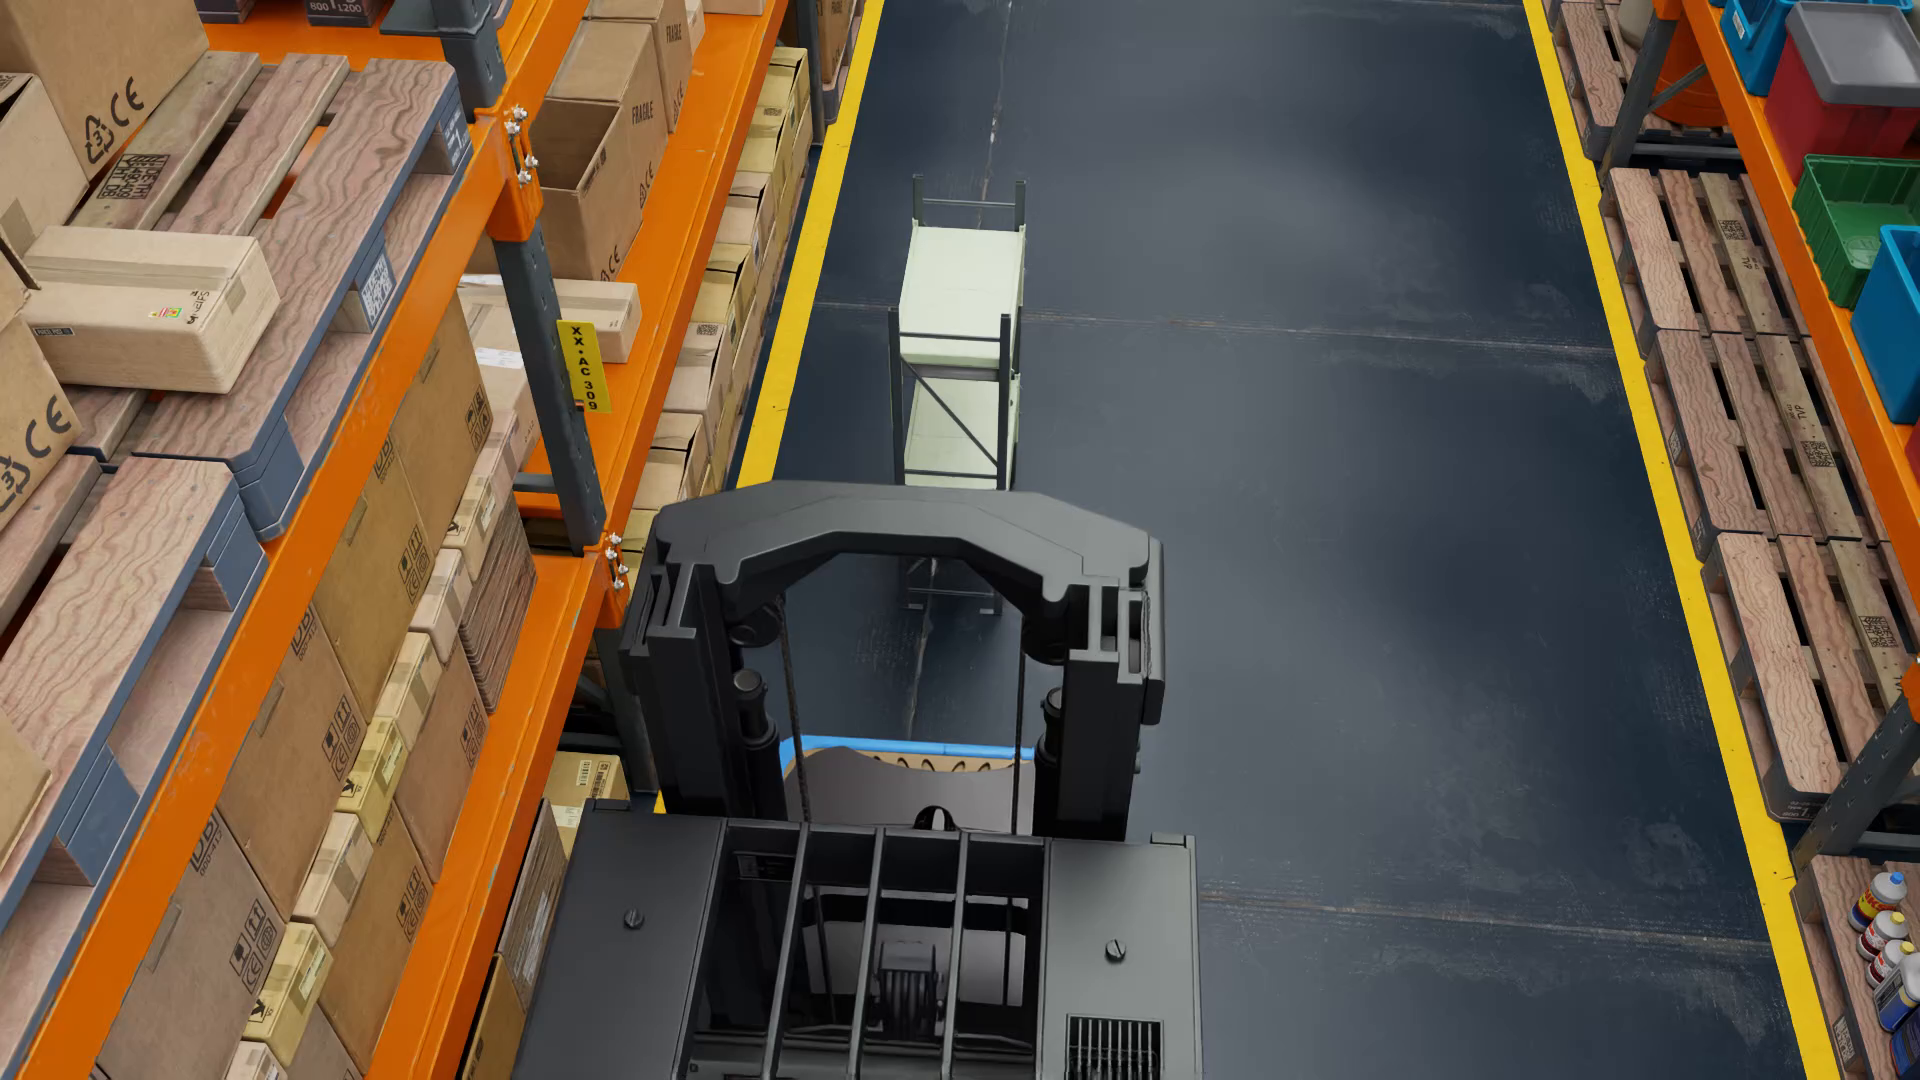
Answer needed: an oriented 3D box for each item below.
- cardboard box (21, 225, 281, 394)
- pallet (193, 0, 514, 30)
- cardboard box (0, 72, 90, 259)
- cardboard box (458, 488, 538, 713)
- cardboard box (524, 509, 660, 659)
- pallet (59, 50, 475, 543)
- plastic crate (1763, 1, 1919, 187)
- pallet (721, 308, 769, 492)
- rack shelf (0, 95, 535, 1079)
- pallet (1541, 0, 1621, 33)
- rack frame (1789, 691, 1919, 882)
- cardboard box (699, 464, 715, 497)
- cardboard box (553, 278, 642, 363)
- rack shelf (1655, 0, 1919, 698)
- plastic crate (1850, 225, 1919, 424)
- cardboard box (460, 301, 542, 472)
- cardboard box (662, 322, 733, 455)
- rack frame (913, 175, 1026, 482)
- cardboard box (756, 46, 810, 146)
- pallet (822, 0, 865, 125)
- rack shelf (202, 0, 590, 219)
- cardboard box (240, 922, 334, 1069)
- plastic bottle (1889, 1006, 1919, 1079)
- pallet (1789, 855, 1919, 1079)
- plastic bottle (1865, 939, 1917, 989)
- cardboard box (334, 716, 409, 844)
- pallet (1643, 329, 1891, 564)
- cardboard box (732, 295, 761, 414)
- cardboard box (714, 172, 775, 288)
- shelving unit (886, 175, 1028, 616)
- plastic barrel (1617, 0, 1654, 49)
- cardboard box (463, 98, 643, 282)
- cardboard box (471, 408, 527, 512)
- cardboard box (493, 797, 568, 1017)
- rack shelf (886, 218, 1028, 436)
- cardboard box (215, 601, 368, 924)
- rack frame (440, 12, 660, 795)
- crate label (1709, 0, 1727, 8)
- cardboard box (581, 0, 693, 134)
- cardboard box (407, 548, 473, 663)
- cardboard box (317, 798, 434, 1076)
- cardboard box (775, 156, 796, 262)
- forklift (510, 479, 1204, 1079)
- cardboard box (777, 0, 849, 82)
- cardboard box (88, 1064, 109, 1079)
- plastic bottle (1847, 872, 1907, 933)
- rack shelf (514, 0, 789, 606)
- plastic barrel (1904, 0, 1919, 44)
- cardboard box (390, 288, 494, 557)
[{"bbox_3d":[-1.406,-0.395,2.837,0.380,0.149,0.250,4,48,4],"label":"cardboard box"},{"bbox_3d":[-1.501,-1.780,4.442,0.805,0.209,1.217,2,48,2],"label":"pallet"},{"bbox_3d":[-1.926,-0.606,2.919,0.500,0.311,0.500,2,48,1],"label":"cardboard box"},{"bbox_3d":[-1.603,0.109,4.550,0.700,0.500,0.500,3,48,3],"label":"cardboard box"},{"bbox_3d":[-1.283,0.127,5.800,0.500,0.311,0.500,4,48,4],"label":"cardboard box"},{"bbox_3d":[-1.620,-0.537,3.236,1.003,0.211,1.213,4,48,4],"label":"pallet"},{"bbox_3d":[3.277,-1.642,6.175,0.402,0.464,0.583,4,48,4],"label":"plastic crate"},{"bbox_3d":[-1.432,-0.685,7.234,1.003,0.211,1.213,4,48,4],"label":"pallet"},{"bbox_3d":[-1.751,0.517,2.699,1.077,0.370,4.000,4,48,4],"label":"rack shelf"},{"bbox_3d":[3.873,-3.322,9.645,1.003,0.211,1.213,4,48,4],"label":"pallet"},{"bbox_3d":[3.364,0.152,4.578,1.000,3.000,0.127,4,48,4],"label":"rack frame"},{"bbox_3d":[-1.237,-0.053,6.344,0.500,0.250,0.500,5,48,5],"label":"cardboard box"},{"bbox_3d":[-1.284,-0.736,5.561,0.380,0.149,0.250,4,48,4],"label":"cardboard box"},{"bbox_3d":[3.546,-1.075,6.188,1.077,0.370,4.000,4,48,4],"label":"rack shelf"},{"bbox_3d":[3.155,-0.674,5.344,0.392,0.384,0.575,4,48,4],"label":"plastic crate"},{"bbox_3d":[-1.567,-0.498,5.274,0.500,0.250,0.500,7,48,6],"label":"cardboard box"},{"bbox_3d":[-1.186,-0.621,6.484,0.500,0.311,0.500,2,48,2],"label":"cardboard box"},{"bbox_3d":[0.033,-0.770,6.438,0.400,1.500,0.023,4,48,4],"label":"rack frame"},{"bbox_3d":[-1.006,-2.124,7.859,0.500,0.311,0.500,5,48,5],"label":"cardboard box"},{"bbox_3d":[-1.098,-2.728,9.102,1.003,0.211,1.213,4,48,4],"label":"pallet"},{"bbox_3d":[-1.386,-2.423,5.388,1.077,0.370,4.000,4,48,4],"label":"rack shelf"},{"bbox_3d":[-1.518,0.906,3.381,0.380,0.149,0.250,5,48,5],"label":"cardboard box"},{"bbox_3d":[2.877,1.463,4.876,0.144,0.351,0.185,5,48,5],"label":"plastic bottle"},{"bbox_3d":[3.261,1.584,5.158,1.003,0.211,1.213,4,48,4],"label":"pallet"},{"bbox_3d":[2.880,1.302,5.124,0.097,0.201,0.097,0,48,0],"label":"plastic bottle"},{"bbox_3d":[-1.474,0.526,3.729,0.380,0.149,0.250,4,48,3],"label":"cardboard box"},{"bbox_3d":[3.505,-0.385,6.959,1.003,0.211,1.213,4,48,4],"label":"pallet"},{"bbox_3d":[-1.145,-0.807,7.034,0.500,0.250,0.500,5,48,4],"label":"cardboard box"},{"bbox_3d":[-1.096,-1.371,7.170,0.500,0.311,0.500,4,48,3],"label":"cardboard box"},{"bbox_3d":[-0.001,-0.501,6.192,0.431,1.500,0.755,4,48,4],"label":"shelving unit"},{"bbox_3d":[3.719,-2.871,8.744,0.421,0.512,0.421,0,48,0],"label":"plastic barrel"},{"bbox_3d":[-1.434,-1.168,5.717,0.500,0.500,0.500,7,48,6],"label":"cardboard box"},{"bbox_3d":[-1.380,-0.222,4.413,0.380,0.149,0.250,4,48,3],"label":"cardboard box"},{"bbox_3d":[-1.450,1.072,4.808,0.500,0.500,0.500,4,48,4],"label":"cardboard box"},{"bbox_3d":[-0.001,-0.765,5.904,0.431,0.370,0.720,4,48,4],"label":"rack shelf"},{"bbox_3d":[-1.694,0.411,3.395,0.700,0.500,0.500,4,48,4],"label":"cardboard box"},{"bbox_3d":[-1.568,-0.184,4.885,1.000,3.000,0.127,4,48,4],"label":"rack frame"},{"bbox_3d":[3.317,-2.446,7.068,0.303,0.233,0.416,4,48,4],"label":"crate label"},{"bbox_3d":[-1.341,-1.922,6.408,0.500,0.500,0.500,2,48,1],"label":"cardboard box"},{"bbox_3d":[-1.426,0.152,4.071,0.380,0.149,0.250,3,48,2],"label":"cardboard box"},{"bbox_3d":[-1.694,0.866,3.858,0.700,0.500,0.500,5,48,4],"label":"cardboard box"},{"bbox_3d":[-1.052,-1.555,7.718,0.500,0.250,0.500,3,48,3],"label":"cardboard box"},{"bbox_3d":[-0.149,1.405,3.479,1.130,2.935,3.031,3,48,3],"label":"forklift"},{"bbox_3d":[-0.878,-2.743,8.622,0.500,0.500,0.500,6,48,5],"label":"cardboard box"},{"bbox_3d":[-1.785,1.146,2.722,0.700,0.500,0.500,4,48,4],"label":"cardboard box"},{"bbox_3d":[2.898,1.129,5.235,0.097,0.271,0.097,0,48,0],"label":"plastic bottle"},{"bbox_3d":[-1.386,-1.410,6.495,1.077,0.370,4.000,4,48,4],"label":"rack shelf"},{"bbox_3d":[3.847,-2.054,6.520,0.421,0.512,0.421,0,48,0],"label":"plastic barrel"},{"bbox_3d":[-1.603,-0.329,4.071,0.700,0.500,0.500,4,48,4],"label":"cardboard box"}]
